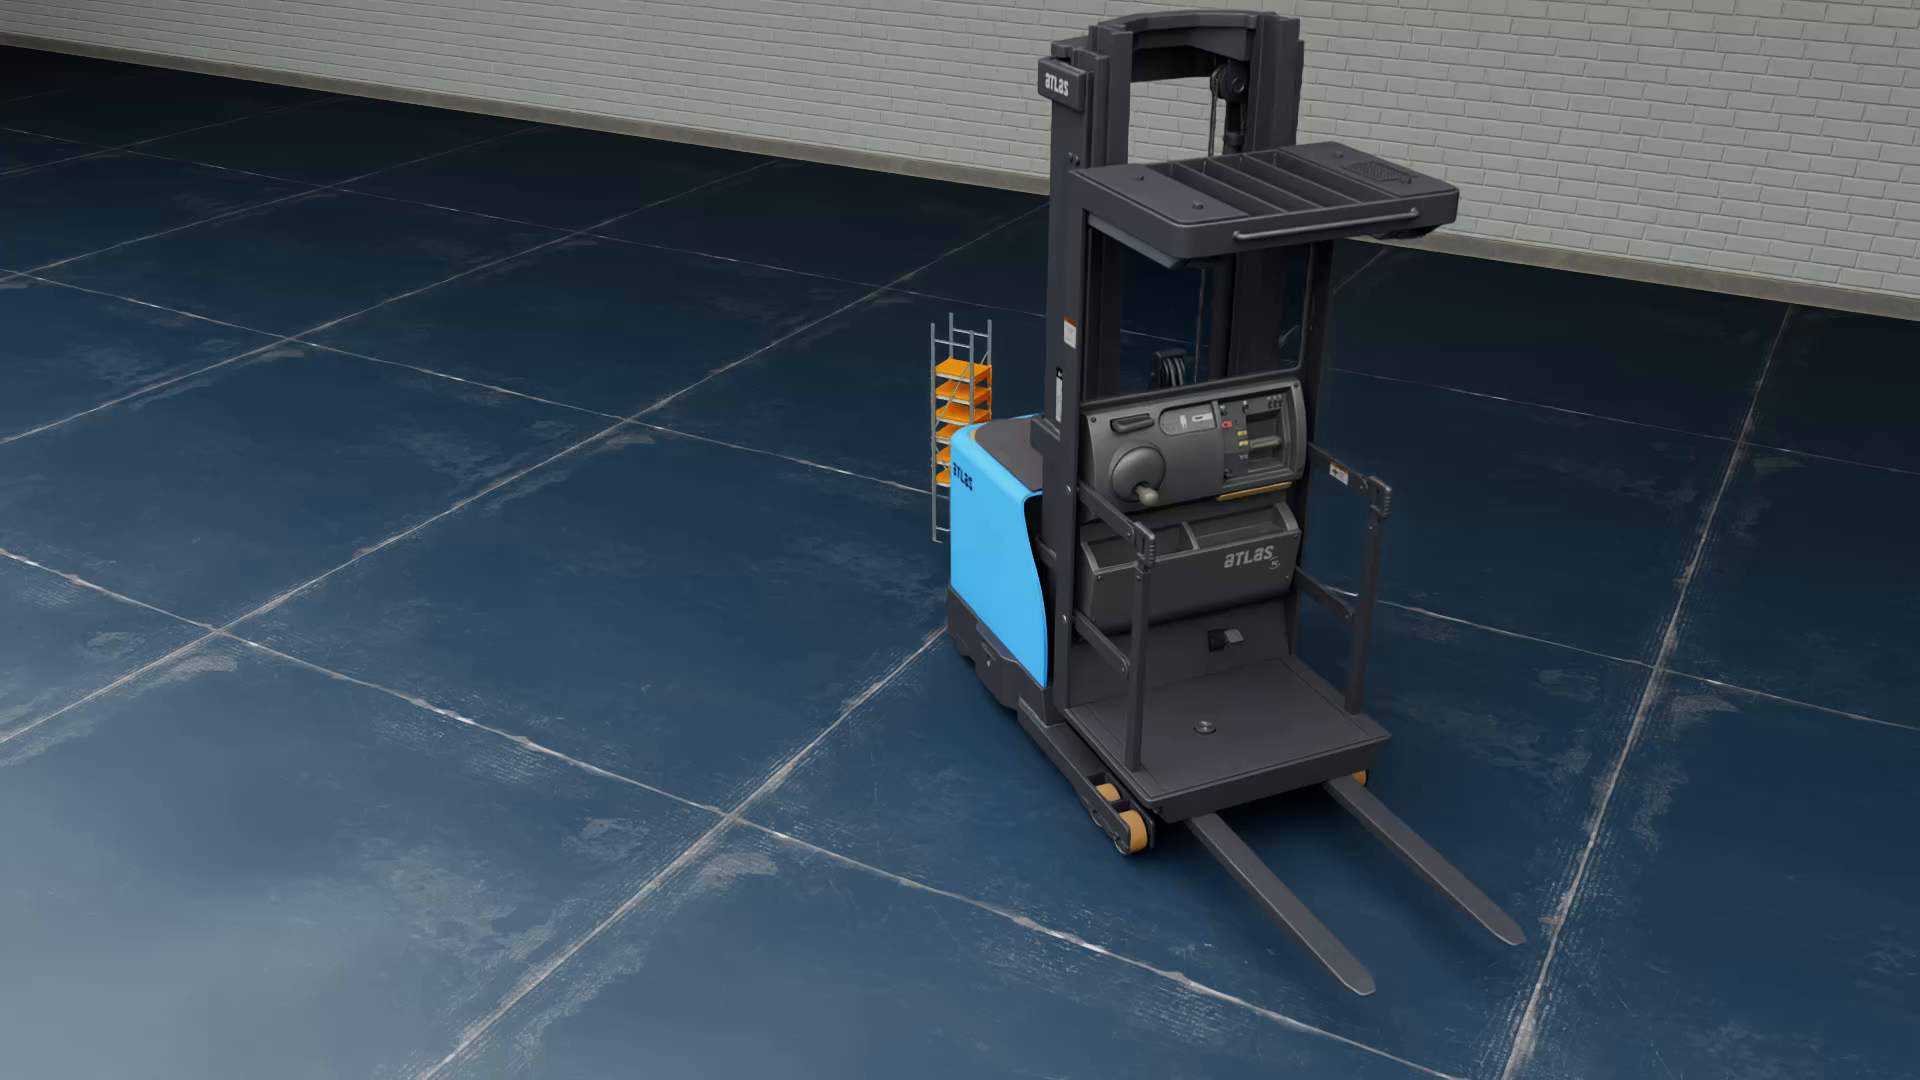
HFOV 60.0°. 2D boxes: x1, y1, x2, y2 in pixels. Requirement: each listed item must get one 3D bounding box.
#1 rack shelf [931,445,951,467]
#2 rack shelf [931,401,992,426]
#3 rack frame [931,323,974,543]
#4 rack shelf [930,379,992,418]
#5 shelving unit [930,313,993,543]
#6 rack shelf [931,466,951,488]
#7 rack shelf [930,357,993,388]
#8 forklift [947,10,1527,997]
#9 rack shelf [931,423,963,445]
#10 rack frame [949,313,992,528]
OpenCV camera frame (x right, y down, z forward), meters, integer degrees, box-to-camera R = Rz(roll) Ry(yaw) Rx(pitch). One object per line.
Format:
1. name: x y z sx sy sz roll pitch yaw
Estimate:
1. rack shelf: 0.007 -0.395 8.566 0.258 0.103 0.180 14 30 26
2. rack shelf: 0.007 -0.610 8.459 0.258 0.103 0.180 14 30 26
3. rack frame: -0.038 -0.507 8.421 0.240 1.200 0.006 14 30 26
4. rack shelf: 0.007 -0.717 8.405 0.258 0.103 0.180 14 30 26
5. shelving unit: 0.007 -0.542 8.493 0.258 1.200 0.189 14 30 26
6. rack shelf: 0.007 -0.288 8.620 0.258 0.103 0.180 14 30 26
7. rack shelf: 0.007 -0.824 8.351 0.258 0.103 0.180 14 30 26
8. forklift: 0.992 -0.330 6.134 1.130 2.935 3.031 -11 29 -21
9. rack shelf: 0.007 -0.502 8.513 0.258 0.103 0.180 14 30 26
10. rack frame: 0.052 -0.578 8.564 0.240 1.200 0.006 14 30 26
